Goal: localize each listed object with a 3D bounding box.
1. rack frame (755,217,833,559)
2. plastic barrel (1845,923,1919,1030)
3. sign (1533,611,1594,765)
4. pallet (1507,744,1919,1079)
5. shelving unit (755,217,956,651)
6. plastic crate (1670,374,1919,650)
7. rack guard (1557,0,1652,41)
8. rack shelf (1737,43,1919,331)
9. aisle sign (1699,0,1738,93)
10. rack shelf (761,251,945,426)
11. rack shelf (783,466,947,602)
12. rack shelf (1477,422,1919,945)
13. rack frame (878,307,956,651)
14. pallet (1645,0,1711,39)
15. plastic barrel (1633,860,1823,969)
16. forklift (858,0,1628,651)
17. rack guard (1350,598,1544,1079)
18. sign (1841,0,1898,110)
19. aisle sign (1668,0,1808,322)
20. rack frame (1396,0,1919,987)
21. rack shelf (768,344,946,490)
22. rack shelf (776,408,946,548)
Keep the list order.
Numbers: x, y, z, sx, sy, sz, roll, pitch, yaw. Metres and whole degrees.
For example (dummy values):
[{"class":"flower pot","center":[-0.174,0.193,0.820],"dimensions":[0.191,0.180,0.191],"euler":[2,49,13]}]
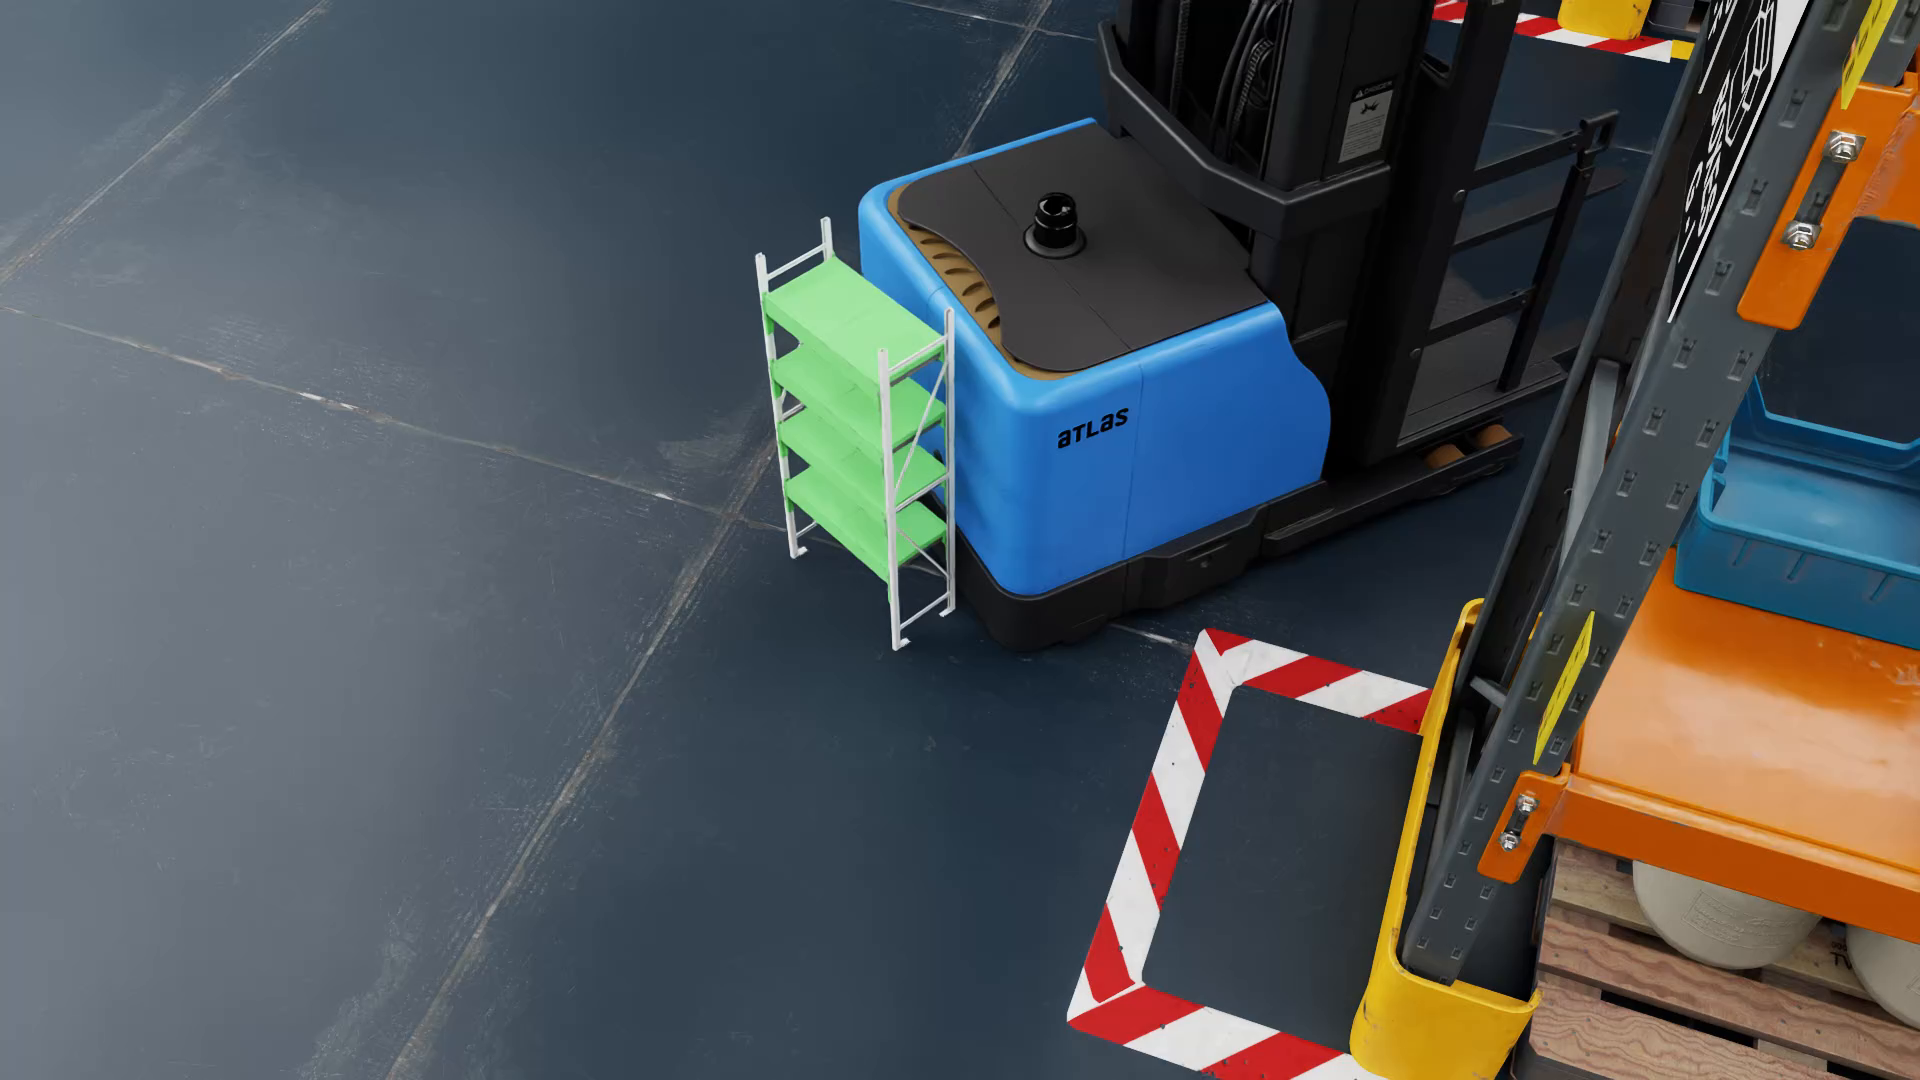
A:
[{"class":"rack frame","center":[-0.436,-0.399,4.801],"dimensions":[0.240,1.200,0.015],"euler":[-35,57,-26]},{"class":"plastic barrel","center":[2.345,0.887,3.865],"dimensions":[0.421,0.512,0.421],"euler":[0,49,0]},{"class":"sign","center":[1.036,0.258,2.858],"dimensions":[0.005,0.325,0.100],"euler":[16,51,13]},{"class":"pallet","center":[2.079,1.076,4.177],"dimensions":[1.213,0.211,1.003],"euler":[16,51,13]},{"class":"shelving unit","center":[-0.272,-0.262,4.683],"dimensions":[0.258,1.200,0.503],"euler":[-35,57,-26]},{"class":"plastic crate","center":[1.804,-0.072,3.426],"dimensions":[0.616,0.251,0.499],"euler":[16,51,13]},{"class":"rack guard","center":[2.928,-2.738,7.292],"dimensions":[0.348,0.500,1.175],"euler":[16,51,13]},{"class":"rack shelf","center":[3.107,-0.263,1.984],"dimensions":[4.000,0.370,1.077],"euler":[16,51,13]},{"class":"aisle sign","center":[1.266,-1.121,2.516],"dimensions":[0.004,0.787,0.394],"euler":[16,51,13]},{"class":"rack shelf","center":[-0.272,-0.535,4.369],"dimensions":[0.258,0.148,0.480],"euler":[-35,57,-26]},{"class":"rack shelf","center":[-0.272,-0.063,4.913],"dimensions":[0.258,0.148,0.480],"euler":[-35,57,-26]},{"class":"rack shelf","center":[3.107,0.719,3.118],"dimensions":[4.000,0.370,1.077],"euler":[16,51,13]},{"class":"rack frame","center":[-0.107,-0.126,4.565],"dimensions":[0.240,1.200,0.015],"euler":[-35,57,-26]},{"class":"pallet","center":[3.683,-2.466,7.248],"dimensions":[1.213,0.211,1.003],"euler":[16,51,13]},{"class":"plastic barrel","center":[1.875,0.756,3.979],"dimensions":[0.421,0.512,0.421],"euler":[0,49,0]},{"class":"forklift","center":[1.245,-1.439,4.557],"dimensions":[3.031,2.935,1.130],"euler":[-22,52,-18]},{"class":"rack guard","center":[1.318,0.765,4.256],"dimensions":[0.348,0.500,1.175],"euler":[16,51,13]},{"class":"sign","center":[1.036,-0.636,1.826],"dimensions":[0.005,0.325,0.100],"euler":[16,51,13]},{"class":"aisle sign","center":[1.062,-0.703,2.154],"dimensions":[0.004,0.787,0.394],"euler":[16,51,13]},{"class":"rack frame","center":[1.231,-0.040,3.300],"dimensions":[0.127,3.000,1.000],"euler":[16,51,13]},{"class":"rack shelf","center":[-0.272,-0.378,4.550],"dimensions":[0.258,0.148,0.480],"euler":[-35,57,-26]},{"class":"rack shelf","center":[-0.272,-0.221,4.732],"dimensions":[0.258,0.148,0.480],"euler":[-35,57,-26]}]
